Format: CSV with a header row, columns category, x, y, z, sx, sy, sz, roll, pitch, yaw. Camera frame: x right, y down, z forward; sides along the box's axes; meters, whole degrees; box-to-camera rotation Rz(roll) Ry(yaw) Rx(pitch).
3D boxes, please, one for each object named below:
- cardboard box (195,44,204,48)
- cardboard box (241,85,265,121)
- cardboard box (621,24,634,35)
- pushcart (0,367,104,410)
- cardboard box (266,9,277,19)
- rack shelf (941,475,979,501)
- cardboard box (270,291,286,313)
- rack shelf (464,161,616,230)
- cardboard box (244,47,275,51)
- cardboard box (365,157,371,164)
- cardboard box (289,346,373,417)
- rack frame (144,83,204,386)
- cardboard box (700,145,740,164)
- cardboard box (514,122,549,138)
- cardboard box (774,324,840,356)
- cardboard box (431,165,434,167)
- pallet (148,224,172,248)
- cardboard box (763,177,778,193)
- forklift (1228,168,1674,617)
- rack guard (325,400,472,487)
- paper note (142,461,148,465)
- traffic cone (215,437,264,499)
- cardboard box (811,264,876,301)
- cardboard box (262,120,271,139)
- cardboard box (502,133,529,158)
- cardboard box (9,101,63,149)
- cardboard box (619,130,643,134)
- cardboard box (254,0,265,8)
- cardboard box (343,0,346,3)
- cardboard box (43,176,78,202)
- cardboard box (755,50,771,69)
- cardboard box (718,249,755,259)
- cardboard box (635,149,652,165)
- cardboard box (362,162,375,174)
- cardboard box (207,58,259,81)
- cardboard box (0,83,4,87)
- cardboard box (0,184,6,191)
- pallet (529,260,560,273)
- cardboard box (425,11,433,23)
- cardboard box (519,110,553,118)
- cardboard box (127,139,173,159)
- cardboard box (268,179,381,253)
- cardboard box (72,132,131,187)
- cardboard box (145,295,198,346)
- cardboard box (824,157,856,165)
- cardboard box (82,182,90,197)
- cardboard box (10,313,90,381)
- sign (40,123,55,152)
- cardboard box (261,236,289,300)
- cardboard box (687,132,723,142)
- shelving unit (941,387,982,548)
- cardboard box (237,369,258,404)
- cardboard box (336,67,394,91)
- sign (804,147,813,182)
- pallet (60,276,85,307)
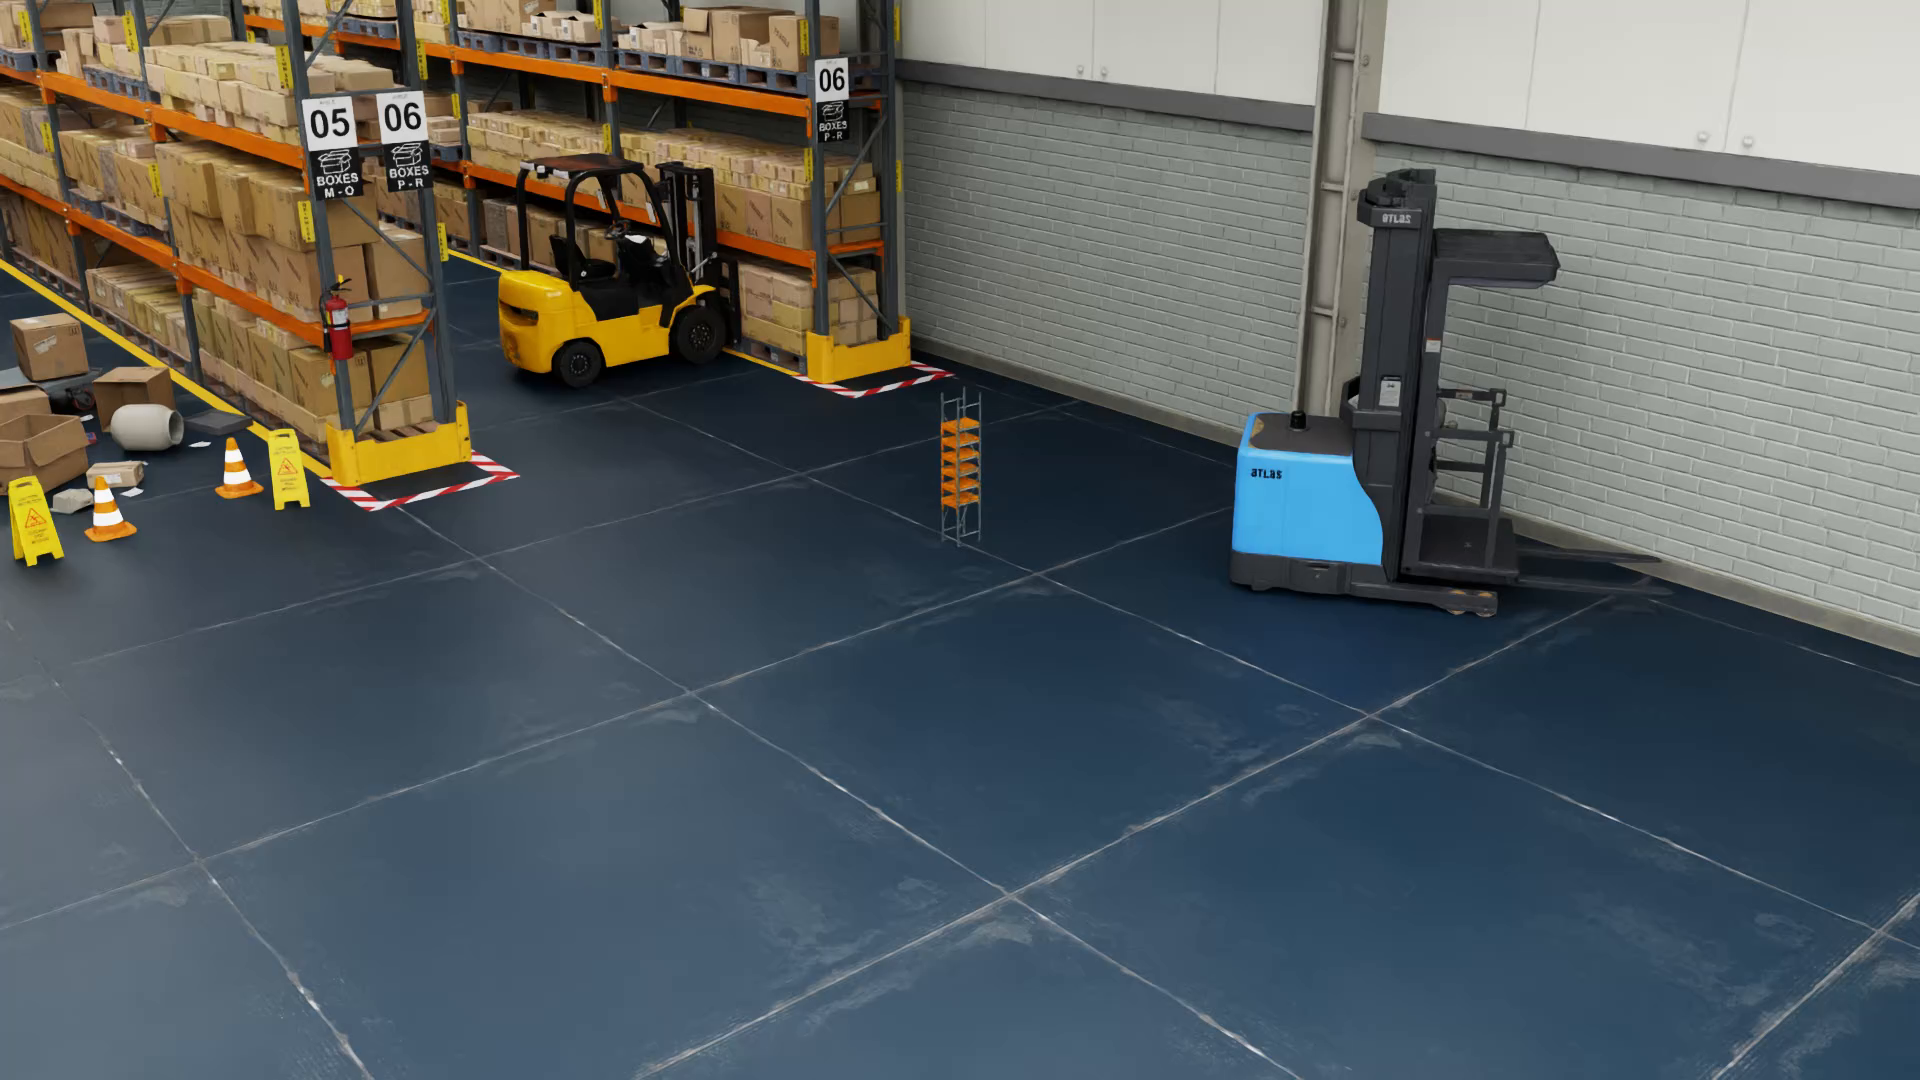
category,x,y,z,sx,sy,sz,roll,pitch,yaw
cardboard box,-7.517,-4.887,16.865,0.500,0.250,0.500,-18,28,-39
cardboard box,-5.684,-3.688,13.971,0.500,0.250,0.500,-18,28,-38
cardboard box,-4.087,-6.093,19.947,0.380,0.149,0.250,-17,27,-37
pushcart,-9.134,-1.330,15.862,0.936,0.377,1.648,12,24,27
cardboard box,-10.876,-8.437,26.643,0.380,0.149,0.250,-18,27,-38
rack shelf,0.009,-0.402,12.815,0.258,0.103,0.180,-17,27,-37
cardboard box,-5.826,-2.121,14.632,0.380,0.149,0.250,-17,27,-37
rack shelf,-4.987,-4.508,21.367,1.077,0.370,4.000,-17,27,-37
cardboard box,-6.469,-4.536,15.590,0.380,0.149,0.250,-16,27,-36
cardboard box,-8.825,-5.825,25.297,0.380,0.149,0.250,-18,28,-38
cardboard box,-5.549,-1.426,14.678,0.500,0.500,0.500,-17,27,-37
rack frame,-7.440,-3.108,16.805,1.000,3.000,0.127,-17,27,-37
cardboard box,-2.621,-4.217,18.203,0.380,0.149,0.250,-17,27,-37
cardboard box,-5.458,-5.232,21.202,0.380,0.149,0.250,-17,27,-36
cardboard box,-1.617,-2.155,17.567,0.500,0.250,0.500,-17,27,-37
cardboard box,-7.917,-5.600,25.132,0.380,0.149,0.250,-19,28,-40
pallet,-7.828,-3.264,17.468,1.003,0.211,1.213,-17,27,-37
cardboard box,-1.822,-3.713,17.323,0.380,0.149,0.250,-17,27,-36
forklift,3.520,-1.040,11.621,3.031,2.935,1.130,5,22,13
rack guard,-4.878,-0.860,14.493,1.175,0.500,0.348,-17,27,-37
paper note,-7.211,-0.680,14.707,0.032,0.001,0.123,-17,27,-37
traffic cone,-6.087,-0.633,13.966,0.336,0.463,0.334,-17,27,-37
cardboard box,-1.241,-2.744,17.700,0.500,0.250,0.500,-18,28,-38
cardboard box,-5.609,-3.457,13.928,0.380,0.149,0.250,-16,27,-36
cardboard box,-5.534,-5.090,21.387,0.500,0.250,0.500,-18,28,-39
cardboard box,-11.247,-5.084,20.343,0.500,0.500,0.500,-17,27,-37
cardboard box,-4.047,-4.943,20.464,0.380,0.149,0.250,-18,27,-38
cardboard box,-11.085,-8.748,26.890,0.500,0.250,0.500,-17,27,-36
cardboard box,-8.680,-7.837,23.991,0.380,0.149,0.250,-18,28,-38
cardboard box,-10.578,-4.221,19.853,0.500,0.250,0.500,-19,28,-39
cardboard box,-1.842,-4.864,16.807,0.380,0.149,0.250,-18,28,-39
cardboard box,-2.607,-3.037,18.450,0.500,0.250,0.500,-18,28,-38
cardboard box,-3.503,-4.417,19.122,0.380,0.149,0.250,-17,27,-36
cardboard box,-8.871,-5.672,25.314,0.380,0.149,0.250,-16,26,-35
cardboard box,-6.300,-4.092,14.457,0.380,0.149,0.250,-17,27,-36
cardboard box,-13.179,-5.895,22.413,0.500,0.500,0.500,-18,28,-38
cardboard box,-14.162,-5.016,24.615,0.875,0.438,0.875,-17,27,-36
pallet,-4.993,-3.523,21.690,1.003,0.211,1.213,-17,27,-37
cardboard box,-7.013,-7.104,22.553,0.380,0.149,0.250,-17,27,-36
cardboard box,-5.672,-5.657,22.287,0.380,0.149,0.250,-17,27,-36
cardboard box,-8.372,-4.051,17.204,0.380,0.149,0.250,-18,28,-39
cardboard box,-5.328,-2.742,13.956,0.700,0.500,0.500,-18,28,-39
cardboard box,-9.587,-4.272,18.656,0.500,0.500,0.500,-16,26,-35
cardboard box,-8.256,-2.422,18.081,0.950,0.372,0.625,-15,26,-34
cardboard box,-1.254,-3.904,17.405,0.380,0.149,0.250,-16,27,-36
cardboard box,-9.677,-3.985,18.813,0.380,0.149,0.250,-20,29,-41
cardboard box,-8.769,-1.864,16.020,0.500,0.500,0.500,-17,27,-37
sign,-10.469,-4.619,19.076,0.100,0.325,0.005,-17,27,-37
cardboard box,-5.715,-2.411,14.483,0.500,0.500,0.500,-17,27,-37
cardboard box,-2.929,-4.612,19.212,0.380,0.149,0.250,-18,28,-38
shelving unit,0.009,-0.555,12.755,0.258,1.200,0.189,-17,27,-37
cardboard box,-6.554,-1.505,15.908,0.500,0.250,0.500,-18,28,-38
cardboard box,-4.906,-3.800,13.712,0.380,0.149,0.250,-18,27,-38
sign,-1.491,-3.709,16.429,0.100,0.325,0.005,-17,27,-37
pallet,-10.508,-3.150,20.737,1.003,0.211,1.213,-17,27,-37
